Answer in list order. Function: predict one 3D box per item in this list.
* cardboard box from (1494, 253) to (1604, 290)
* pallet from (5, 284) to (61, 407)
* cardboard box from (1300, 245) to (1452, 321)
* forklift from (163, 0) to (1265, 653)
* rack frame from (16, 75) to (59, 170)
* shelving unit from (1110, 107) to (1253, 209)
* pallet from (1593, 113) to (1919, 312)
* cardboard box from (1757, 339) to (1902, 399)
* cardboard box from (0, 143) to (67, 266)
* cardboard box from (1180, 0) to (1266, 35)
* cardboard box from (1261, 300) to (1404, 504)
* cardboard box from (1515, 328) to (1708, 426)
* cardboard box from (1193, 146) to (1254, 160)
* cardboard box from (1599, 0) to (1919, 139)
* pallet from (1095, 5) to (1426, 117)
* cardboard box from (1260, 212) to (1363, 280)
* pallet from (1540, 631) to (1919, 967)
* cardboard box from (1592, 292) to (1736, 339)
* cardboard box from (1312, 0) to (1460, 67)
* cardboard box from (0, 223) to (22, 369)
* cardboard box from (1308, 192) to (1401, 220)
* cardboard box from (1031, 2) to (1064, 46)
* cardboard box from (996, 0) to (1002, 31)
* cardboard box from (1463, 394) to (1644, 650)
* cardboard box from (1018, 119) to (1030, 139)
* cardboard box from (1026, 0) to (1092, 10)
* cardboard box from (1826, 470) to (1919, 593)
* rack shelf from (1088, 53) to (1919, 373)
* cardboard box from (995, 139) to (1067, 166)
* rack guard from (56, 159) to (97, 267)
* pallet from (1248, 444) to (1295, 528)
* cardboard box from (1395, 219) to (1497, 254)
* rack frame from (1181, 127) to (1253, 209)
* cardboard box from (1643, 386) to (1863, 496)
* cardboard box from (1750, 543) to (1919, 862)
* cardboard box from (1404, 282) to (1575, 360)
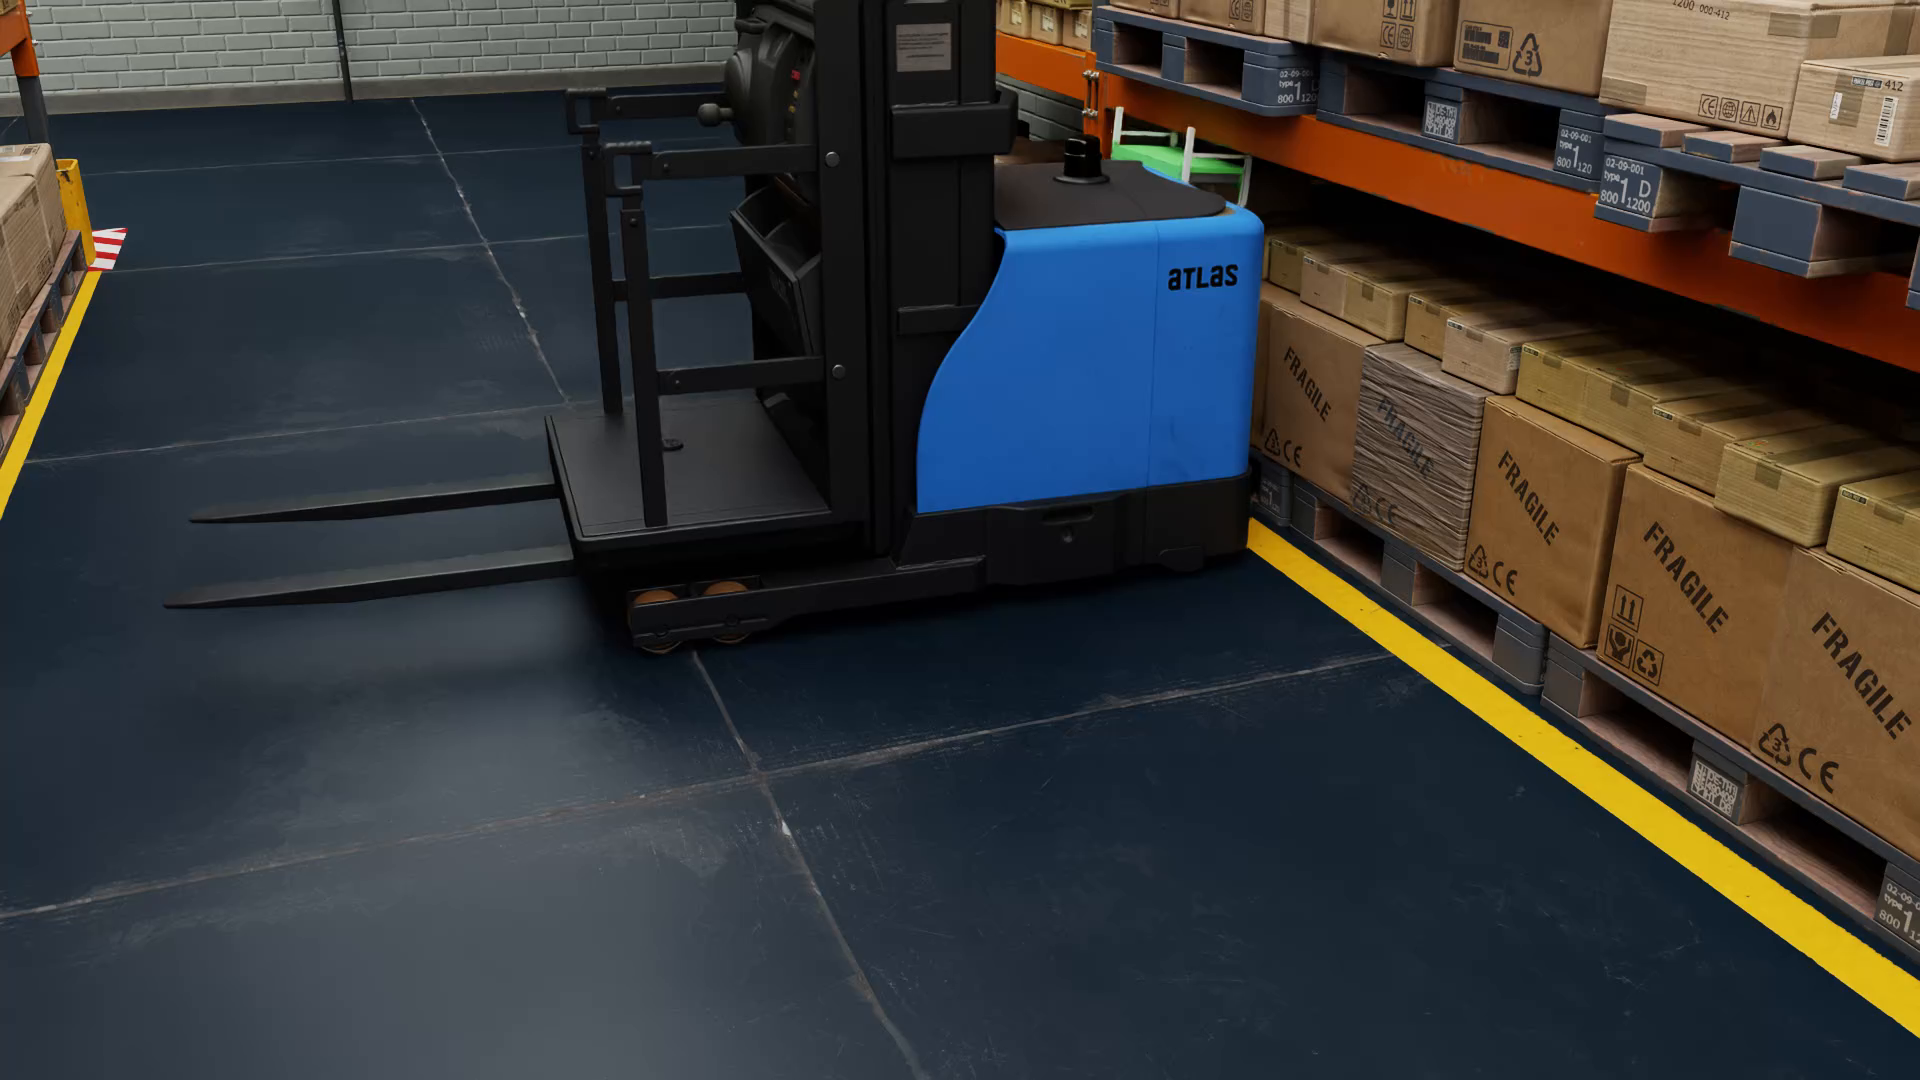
[{"bbox_3d":[1.862,-0.777,5.075,0.380,0.149,0.250,-8,24,-18],"label":"cardboard box"},{"bbox_3d":[-4.307,-0.759,6.779,1.003,0.211,1.213,-8,24,-19],"label":"pallet"},{"bbox_3d":[1.277,-0.794,5.114,0.380,0.149,0.250,-8,24,-19],"label":"cardboard box"},{"bbox_3d":[-0.702,-1.274,4.498,3.031,2.935,1.130,-7,24,-16],"label":"forklift"},{"bbox_3d":[-5.090,-2.766,7.952,1.000,3.000,0.127,-8,24,-19],"label":"rack frame"},{"bbox_3d":[0.675,-0.799,5.568,0.258,1.200,0.503,-4,22,-22],"label":"shelving unit"},{"bbox_3d":[2.073,-0.690,3.273,1.213,0.211,1.003,-8,24,-19],"label":"pallet"},{"bbox_3d":[2.245,-0.406,4.194,0.380,0.149,0.250,-10,25,-21],"label":"cardboard box"},{"bbox_3d":[-4.763,-1.553,7.831,0.875,0.438,0.875,-9,25,-21],"label":"cardboard box"},{"bbox_3d":[1.110,-1.840,5.085,0.700,0.500,0.500,-8,24,-18],"label":"cardboard box"},{"bbox_3d":[1.295,-0.456,5.149,0.500,0.500,0.500,-9,25,-21],"label":"cardboard box"},{"bbox_3d":[1.650,-0.417,4.219,0.380,0.149,0.250,-9,24,-20],"label":"cardboard box"},{"bbox_3d":[0.900,-1.315,5.966,0.380,0.149,0.250,-9,24,-20],"label":"cardboard box"},{"bbox_3d":[1.703,-1.005,3.426,0.500,0.250,0.500,-10,25,-21],"label":"cardboard box"},{"bbox_3d":[1.145,-1.602,5.435,1.003,0.211,1.213,-8,24,-19],"label":"pallet"},{"bbox_3d":[1.115,-0.987,5.573,0.380,0.149,0.250,-10,25,-22],"label":"cardboard box"},{"bbox_3d":[2.150,0.466,3.872,1.003,0.211,1.213,-8,24,-19],"label":"pallet"},{"bbox_3d":[1.979,-0.577,4.600,0.380,0.149,0.250,-8,24,-19],"label":"cardboard box"},{"bbox_3d":[1.387,-1.555,4.409,0.700,0.500,0.500,-8,24,-19],"label":"cardboard box"},{"bbox_3d":[-4.115,-0.894,6.267,0.875,0.438,0.875,-9,25,-21],"label":"cardboard box"},{"bbox_3d":[1.463,-1.147,5.952,0.380,0.149,0.250,-8,24,-19],"label":"cardboard box"},{"bbox_3d":[0.504,-2.053,6.581,0.380,0.149,0.250,-8,24,-18],"label":"cardboard box"},{"bbox_3d":[0.322,-2.243,7.032,0.380,0.149,0.250,-8,24,-18],"label":"cardboard box"},{"bbox_3d":[1.673,-0.081,4.258,0.500,0.500,0.500,-7,24,-17],"label":"cardboard box"},{"bbox_3d":[-0.055,-1.939,8.667,0.700,0.500,0.500,-7,24,-17],"label":"cardboard box"},{"bbox_3d":[0.557,-2.215,6.453,0.500,0.250,0.500,-8,24,-18],"label":"cardboard box"},{"bbox_3d":[1.967,-0.027,3.295,0.380,0.149,0.250,-10,25,-22],"label":"cardboard box"},{"bbox_3d":[1.672,-0.937,4.538,1.077,0.370,4.000,-8,24,-19],"label":"rack shelf"},{"bbox_3d":[0.312,-1.562,7.772,0.700,0.500,0.500,-9,25,-21],"label":"cardboard box"},{"bbox_3d":[-5.099,-1.623,8.458,1.175,0.500,0.348,-8,24,-19],"label":"rack guard"},{"bbox_3d":[1.288,-0.420,5.975,1.003,0.211,1.213,-8,24,-19],"label":"pallet"},{"bbox_3d":[1.672,-0.970,5.533,0.380,0.149,0.250,-10,25,-22],"label":"cardboard box"},{"bbox_3d":[0.765,-0.713,5.359,0.240,1.200,0.015,-4,22,-22],"label":"rack frame"},{"bbox_3d":[1.790,-0.224,3.762,0.380,0.149,0.250,-9,25,-21],"label":"cardboard box"},{"bbox_3d":[2.028,0.292,3.373,0.500,0.500,0.500,-8,24,-17],"label":"cardboard box"},{"bbox_3d":[1.486,-0.609,4.676,0.380,0.149,0.250,-8,24,-19],"label":"cardboard box"}]
